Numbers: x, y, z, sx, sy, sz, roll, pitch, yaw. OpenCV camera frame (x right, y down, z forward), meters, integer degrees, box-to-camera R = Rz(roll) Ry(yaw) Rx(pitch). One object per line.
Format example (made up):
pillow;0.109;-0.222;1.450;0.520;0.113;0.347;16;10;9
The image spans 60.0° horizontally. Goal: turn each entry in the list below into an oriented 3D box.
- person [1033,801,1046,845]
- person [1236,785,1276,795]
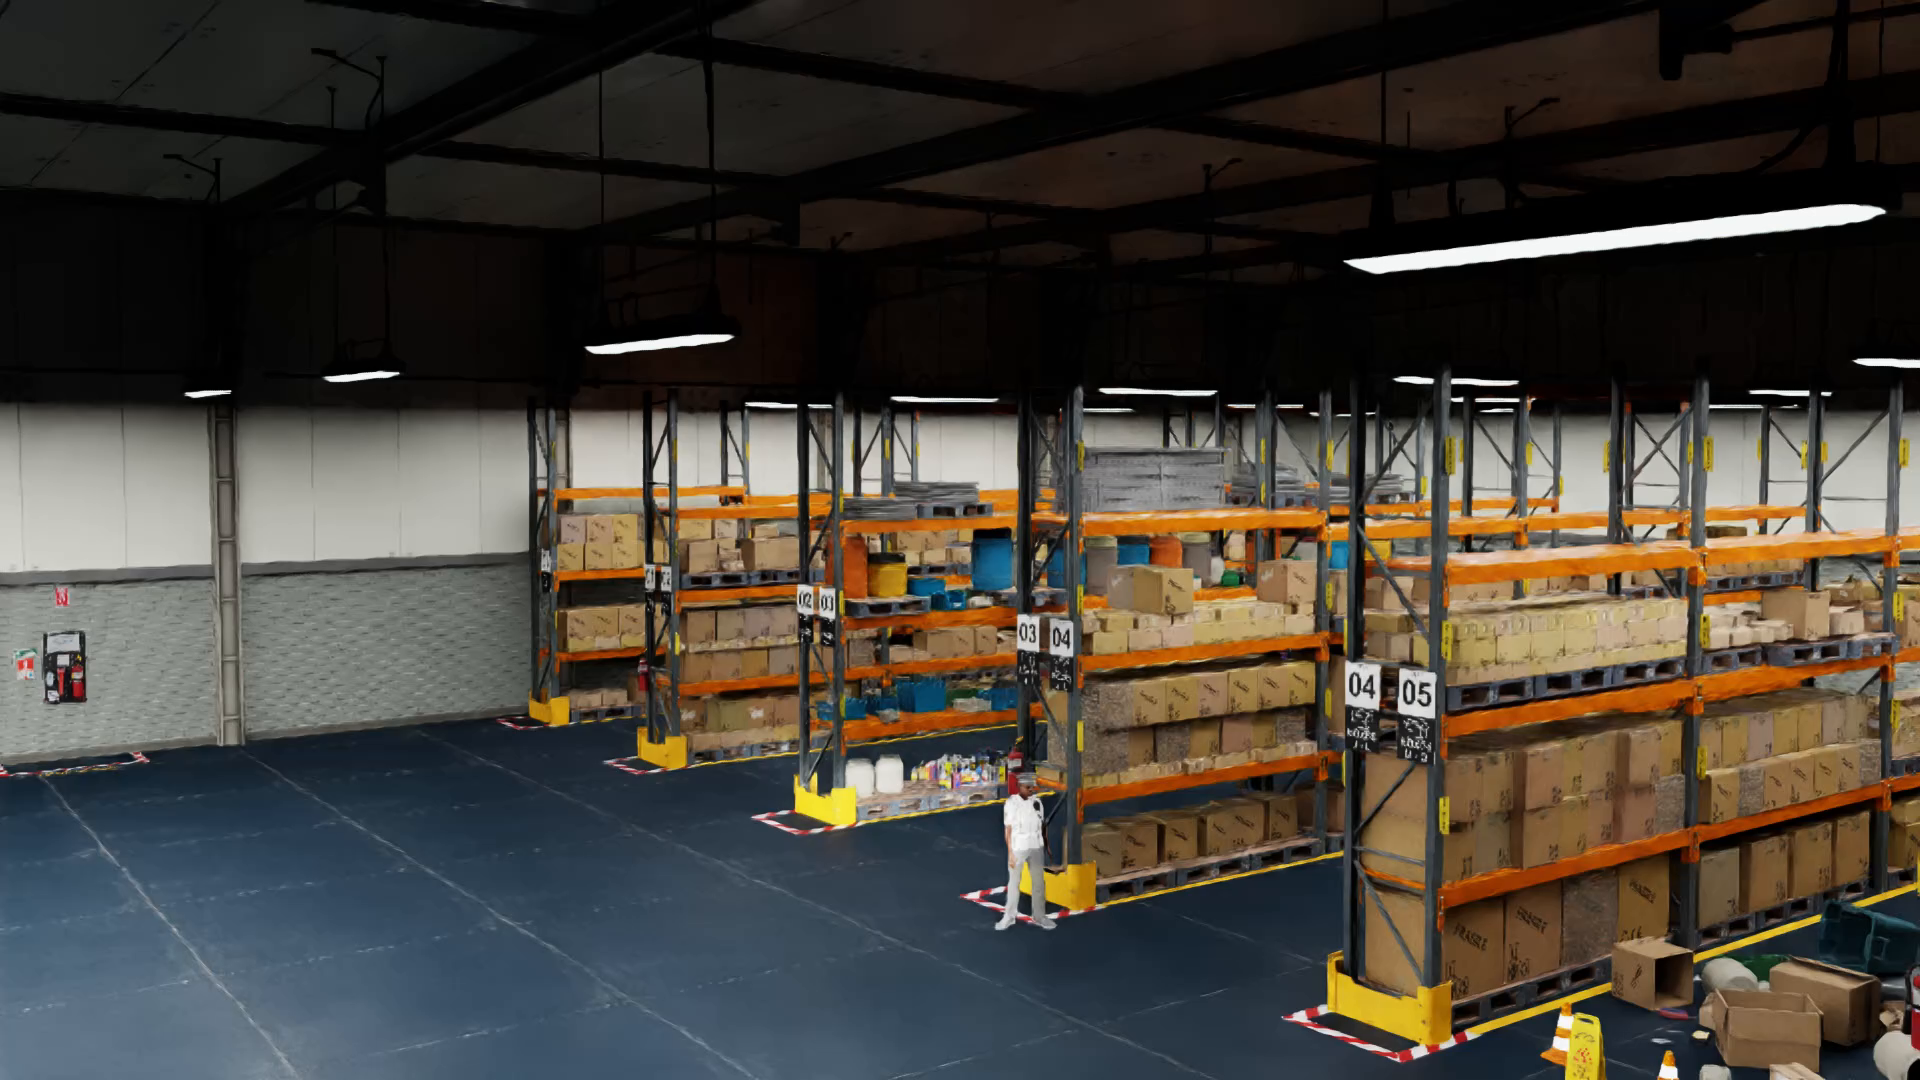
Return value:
person;0.839;2.990;17.535;0.169;0.500;0.208;-1;4;-16
person;4.298;3.641;24.255;0.511;0.140;0.554;2;4;26
